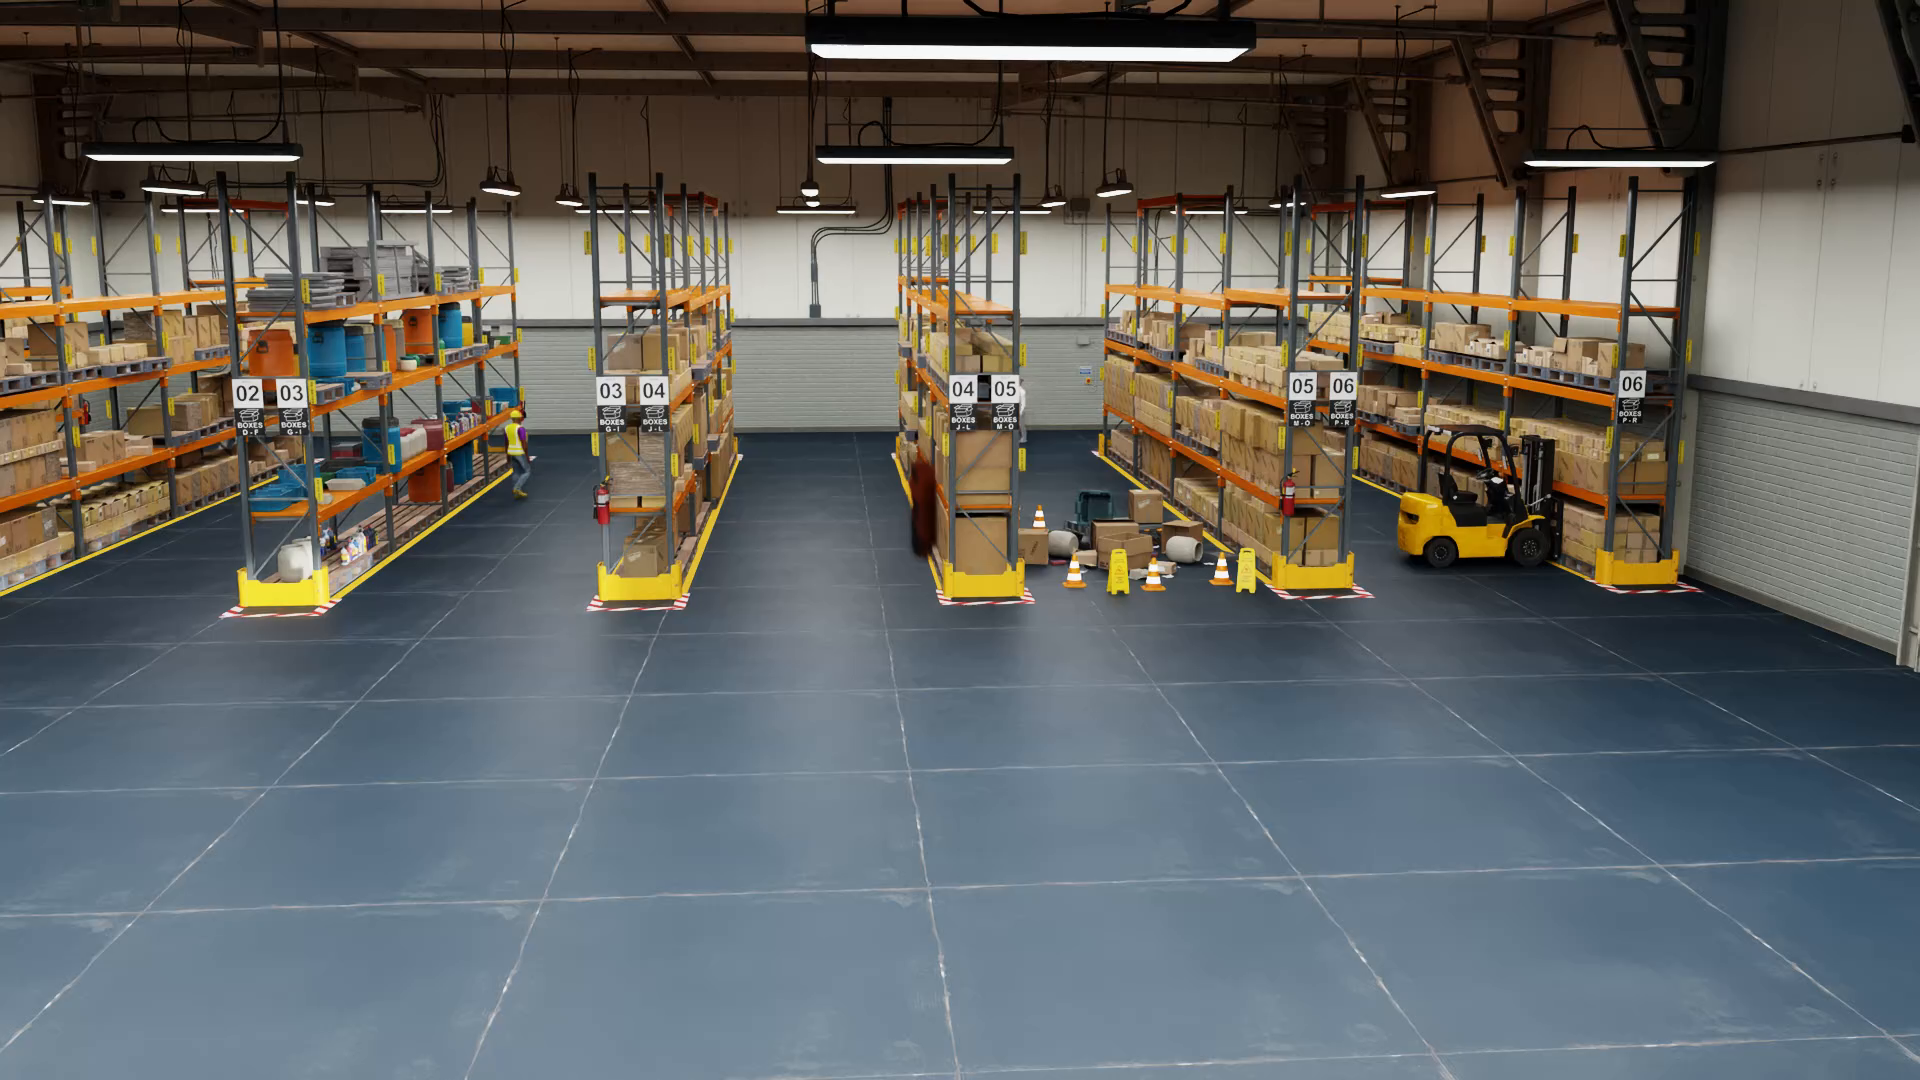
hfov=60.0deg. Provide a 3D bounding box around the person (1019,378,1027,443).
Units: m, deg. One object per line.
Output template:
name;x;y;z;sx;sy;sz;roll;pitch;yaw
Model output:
person;1.471;-3.295;42.607;0.508;1.737;0.548;-7;12;-36

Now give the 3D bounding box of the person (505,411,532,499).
person;-8.878;-1.703;33.297;0.607;1.769;0.497;7;12;34

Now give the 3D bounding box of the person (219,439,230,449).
person;-17.179;-2.742;39.220;0.555;1.794;0.818;10;14;43
